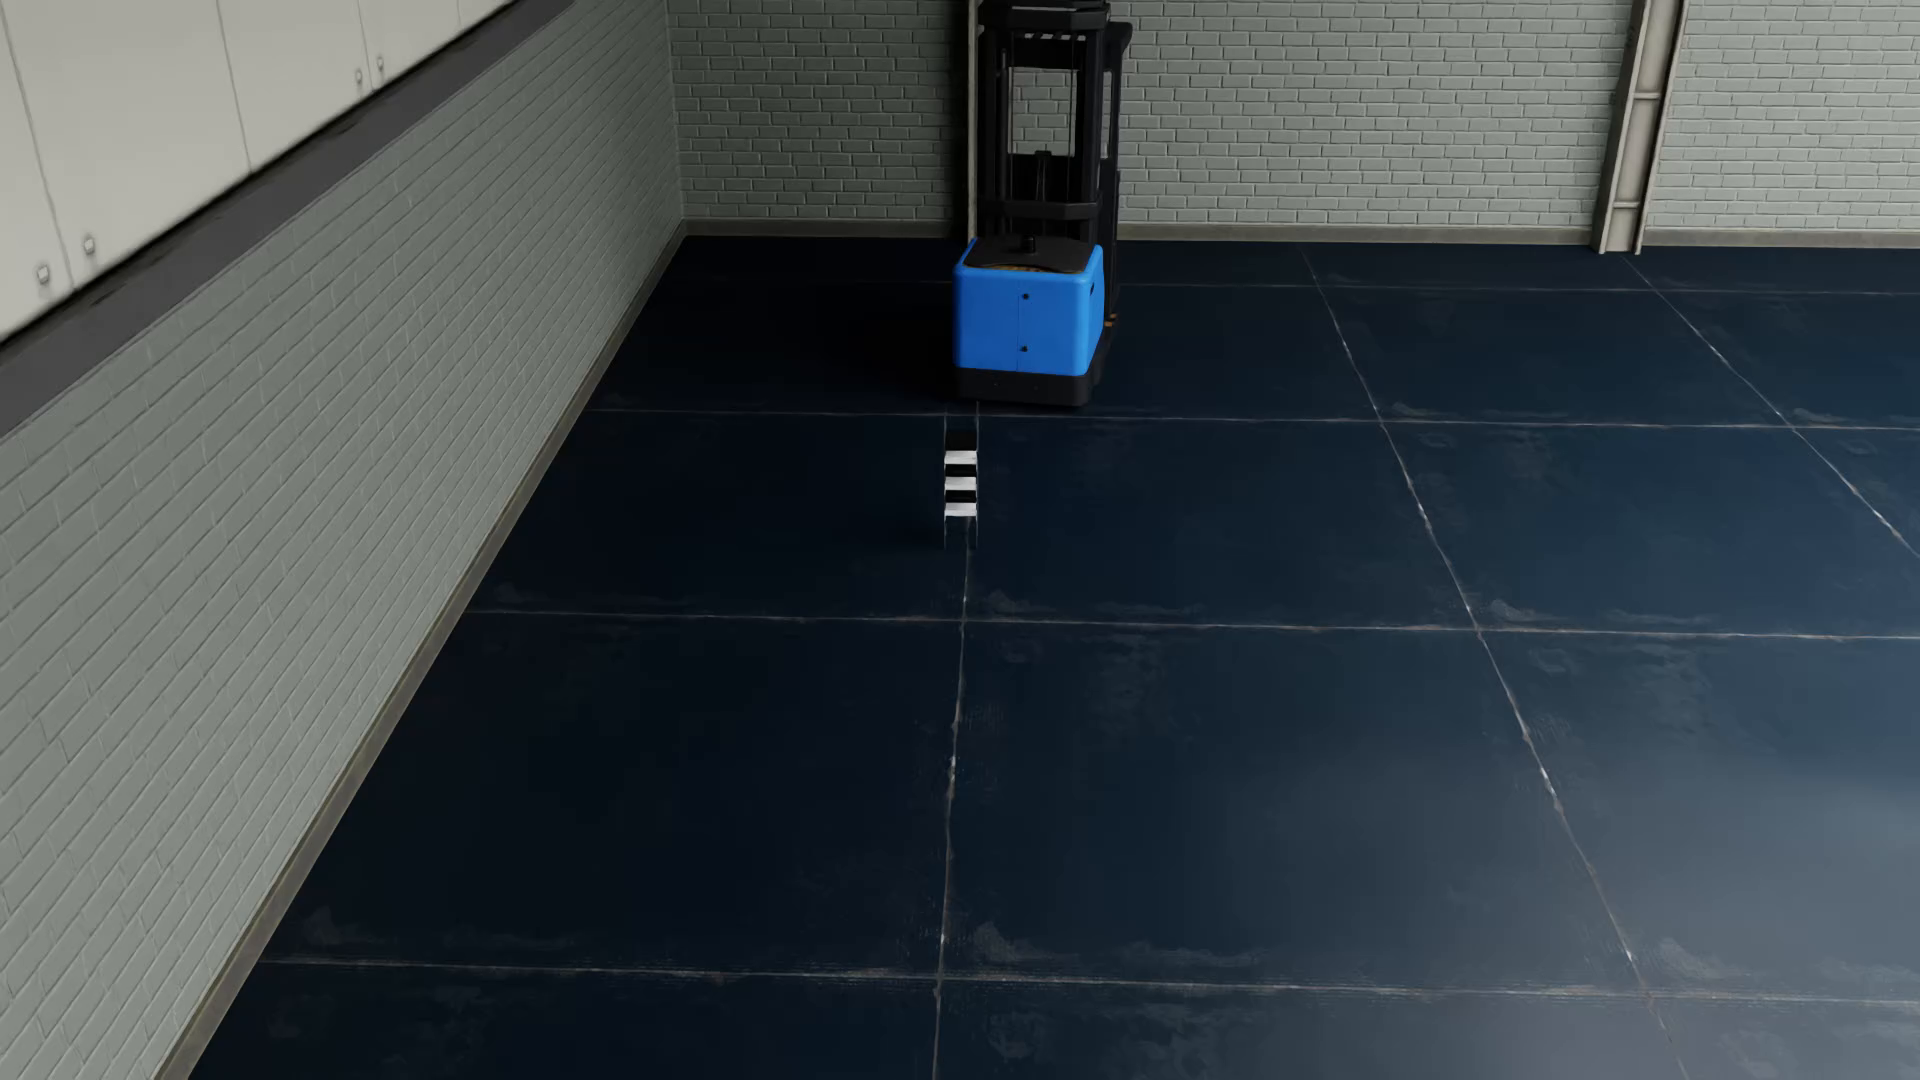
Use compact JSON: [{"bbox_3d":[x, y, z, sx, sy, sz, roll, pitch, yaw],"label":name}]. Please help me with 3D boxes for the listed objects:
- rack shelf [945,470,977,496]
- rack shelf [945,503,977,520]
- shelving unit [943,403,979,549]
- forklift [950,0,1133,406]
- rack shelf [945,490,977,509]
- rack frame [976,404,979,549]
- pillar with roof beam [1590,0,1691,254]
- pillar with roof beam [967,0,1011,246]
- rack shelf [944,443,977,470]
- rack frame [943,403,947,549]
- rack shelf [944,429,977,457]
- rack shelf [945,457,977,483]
[{"bbox_3d":[0.008,-0.368,10.480,0.200,0.077,0.258,1,28,2],"label":"rack shelf"},{"bbox_3d":[0.008,-0.209,10.564,0.200,0.077,0.258,1,28,2],"label":"rack shelf"},{"bbox_3d":[0.008,-0.397,10.464,0.210,0.900,0.258,1,28,2],"label":"shelving unit"},{"bbox_3d":[0.725,-2.961,13.132,1.130,2.935,3.031,5,28,10],"label":"forklift"},{"bbox_3d":[0.008,-0.288,10.522,0.200,0.077,0.258,1,28,2],"label":"rack shelf"},{"bbox_3d":[0.110,-0.396,10.461,0.006,0.900,0.240,1,28,2],"label":"rack frame"},{"bbox_3d":[6.119,-4.749,10.027,0.400,9.000,9.100,1,28,2],"label":"pillar with roof beam"},{"bbox_3d":[0.122,-4.849,10.214,0.400,9.000,9.100,1,28,2],"label":"pillar with roof beam"},{"bbox_3d":[0.008,-0.527,10.396,0.200,0.077,0.258,1,28,2],"label":"rack shelf"},{"bbox_3d":[-0.093,-0.399,10.468,0.006,0.900,0.240,1,28,2],"label":"rack frame"},{"bbox_3d":[0.008,-0.607,10.354,0.200,0.077,0.258,1,28,2],"label":"rack shelf"},{"bbox_3d":[0.008,-0.448,10.438,0.200,0.077,0.258,1,28,2],"label":"rack shelf"}]
